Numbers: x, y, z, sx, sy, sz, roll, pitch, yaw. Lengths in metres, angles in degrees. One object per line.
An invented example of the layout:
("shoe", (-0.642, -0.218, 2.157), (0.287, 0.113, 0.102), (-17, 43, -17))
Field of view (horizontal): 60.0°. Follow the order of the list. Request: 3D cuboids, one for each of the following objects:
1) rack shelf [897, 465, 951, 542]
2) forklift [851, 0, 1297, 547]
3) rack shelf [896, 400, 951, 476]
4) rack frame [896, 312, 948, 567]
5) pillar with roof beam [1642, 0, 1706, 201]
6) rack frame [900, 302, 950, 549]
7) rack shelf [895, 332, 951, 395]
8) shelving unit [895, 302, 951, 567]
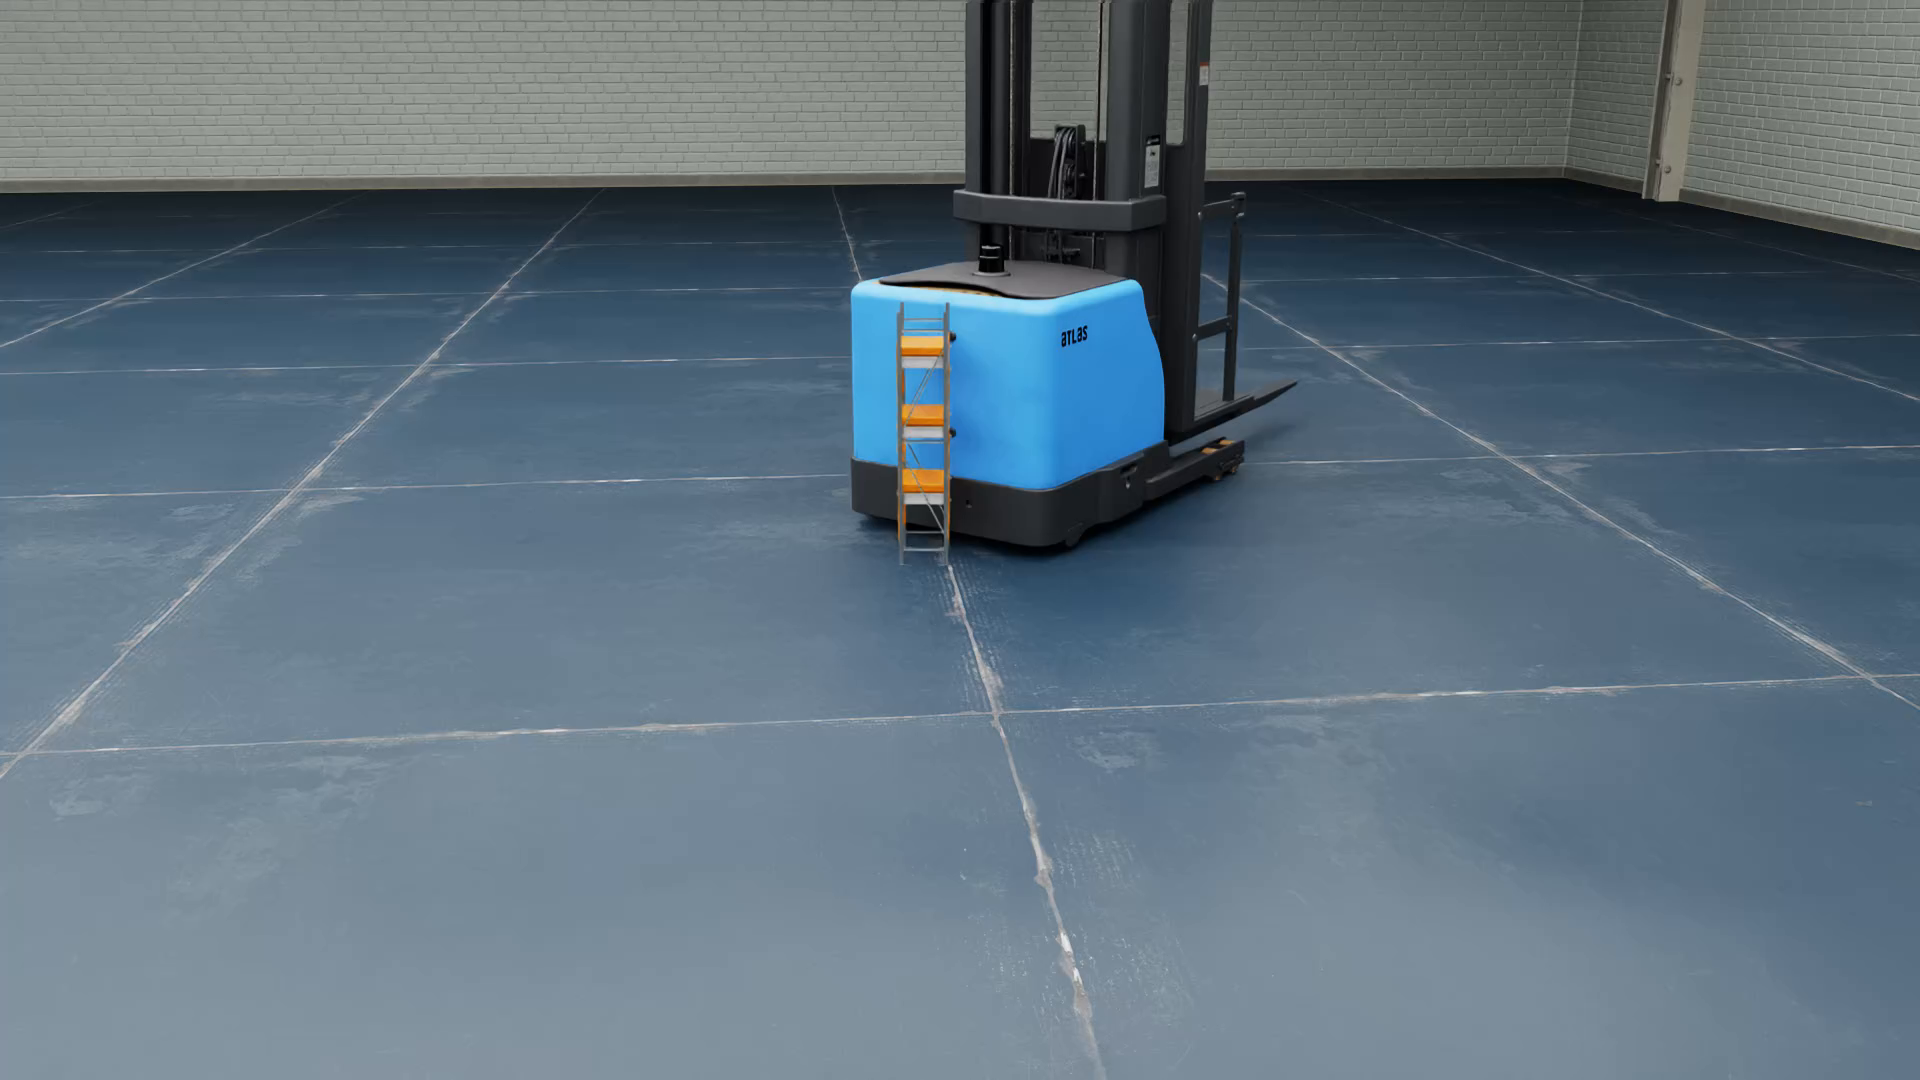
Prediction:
("rack shelf", (-0.146, -0.154, 6.877), (0.215, 0.259, 0.240), (0, 17, 1))
("forklift", (0.757, -1.753, 7.868), (1.130, 2.935, 3.031), (11, 21, 32))
("rack shelf", (-0.146, -0.419, 6.793), (0.215, 0.259, 0.240), (0, 17, 1))
("rack frame", (-0.149, -0.392, 6.674), (0.200, 1.050, 0.008), (0, 17, 1))
("pillar with roof beam", (4.415, -8.383, 18.857), (9.100, 9.000, 0.400), (-2, 18, -6))
("rack frame", (-0.143, -0.465, 6.907), (0.200, 1.050, 0.008), (0, 17, 1))
("rack shelf", (-0.146, -0.689, 6.708), (0.215, 0.259, 0.240), (0, 17, 1))
("shelving unit", (-0.146, -0.429, 6.790), (0.215, 1.050, 0.252), (0, 17, 1))
